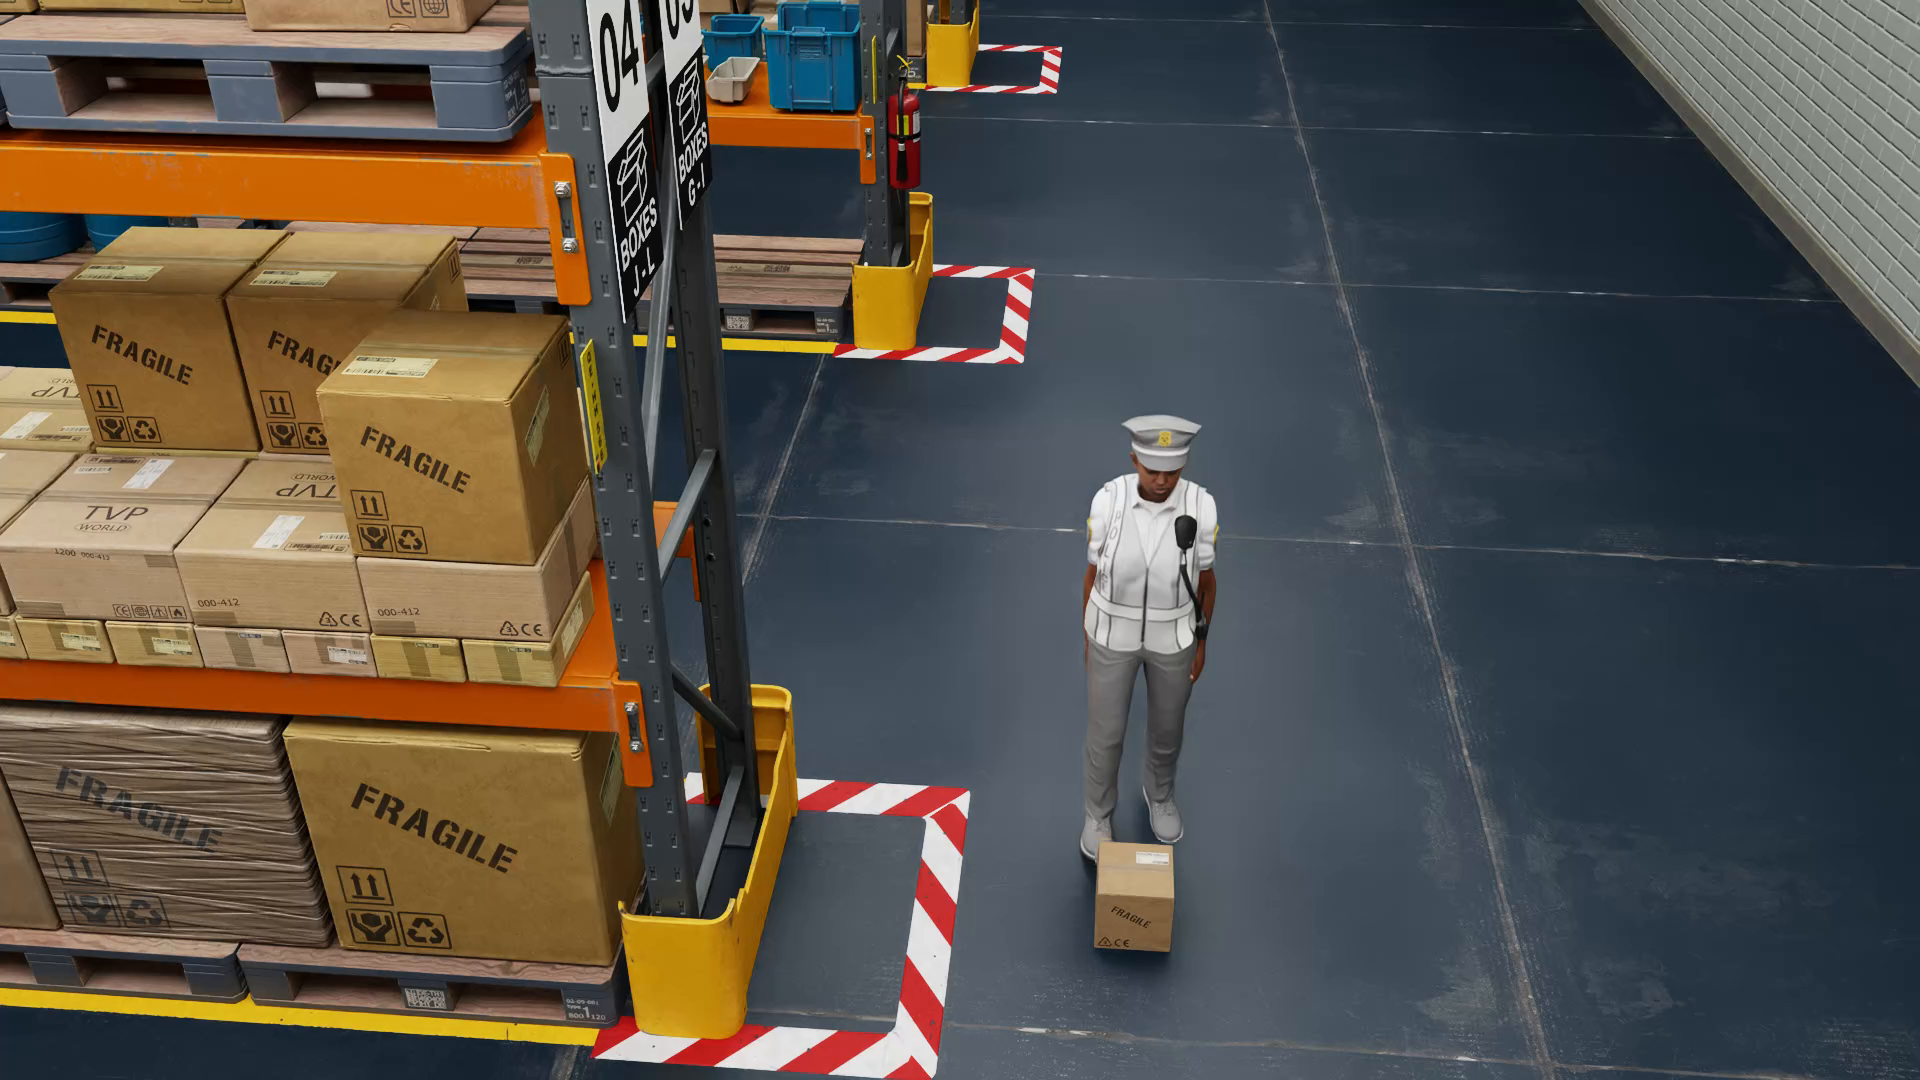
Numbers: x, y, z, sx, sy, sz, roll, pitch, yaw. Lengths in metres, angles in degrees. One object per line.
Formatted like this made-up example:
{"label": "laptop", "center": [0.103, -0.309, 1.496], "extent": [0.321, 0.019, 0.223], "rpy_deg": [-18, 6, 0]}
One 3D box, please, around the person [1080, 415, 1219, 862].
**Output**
{"label": "person", "center": [0.625, 0.341, 5.592], "extent": [0.439, 1.701, 0.432], "rpy_deg": [3, 32, 5]}
